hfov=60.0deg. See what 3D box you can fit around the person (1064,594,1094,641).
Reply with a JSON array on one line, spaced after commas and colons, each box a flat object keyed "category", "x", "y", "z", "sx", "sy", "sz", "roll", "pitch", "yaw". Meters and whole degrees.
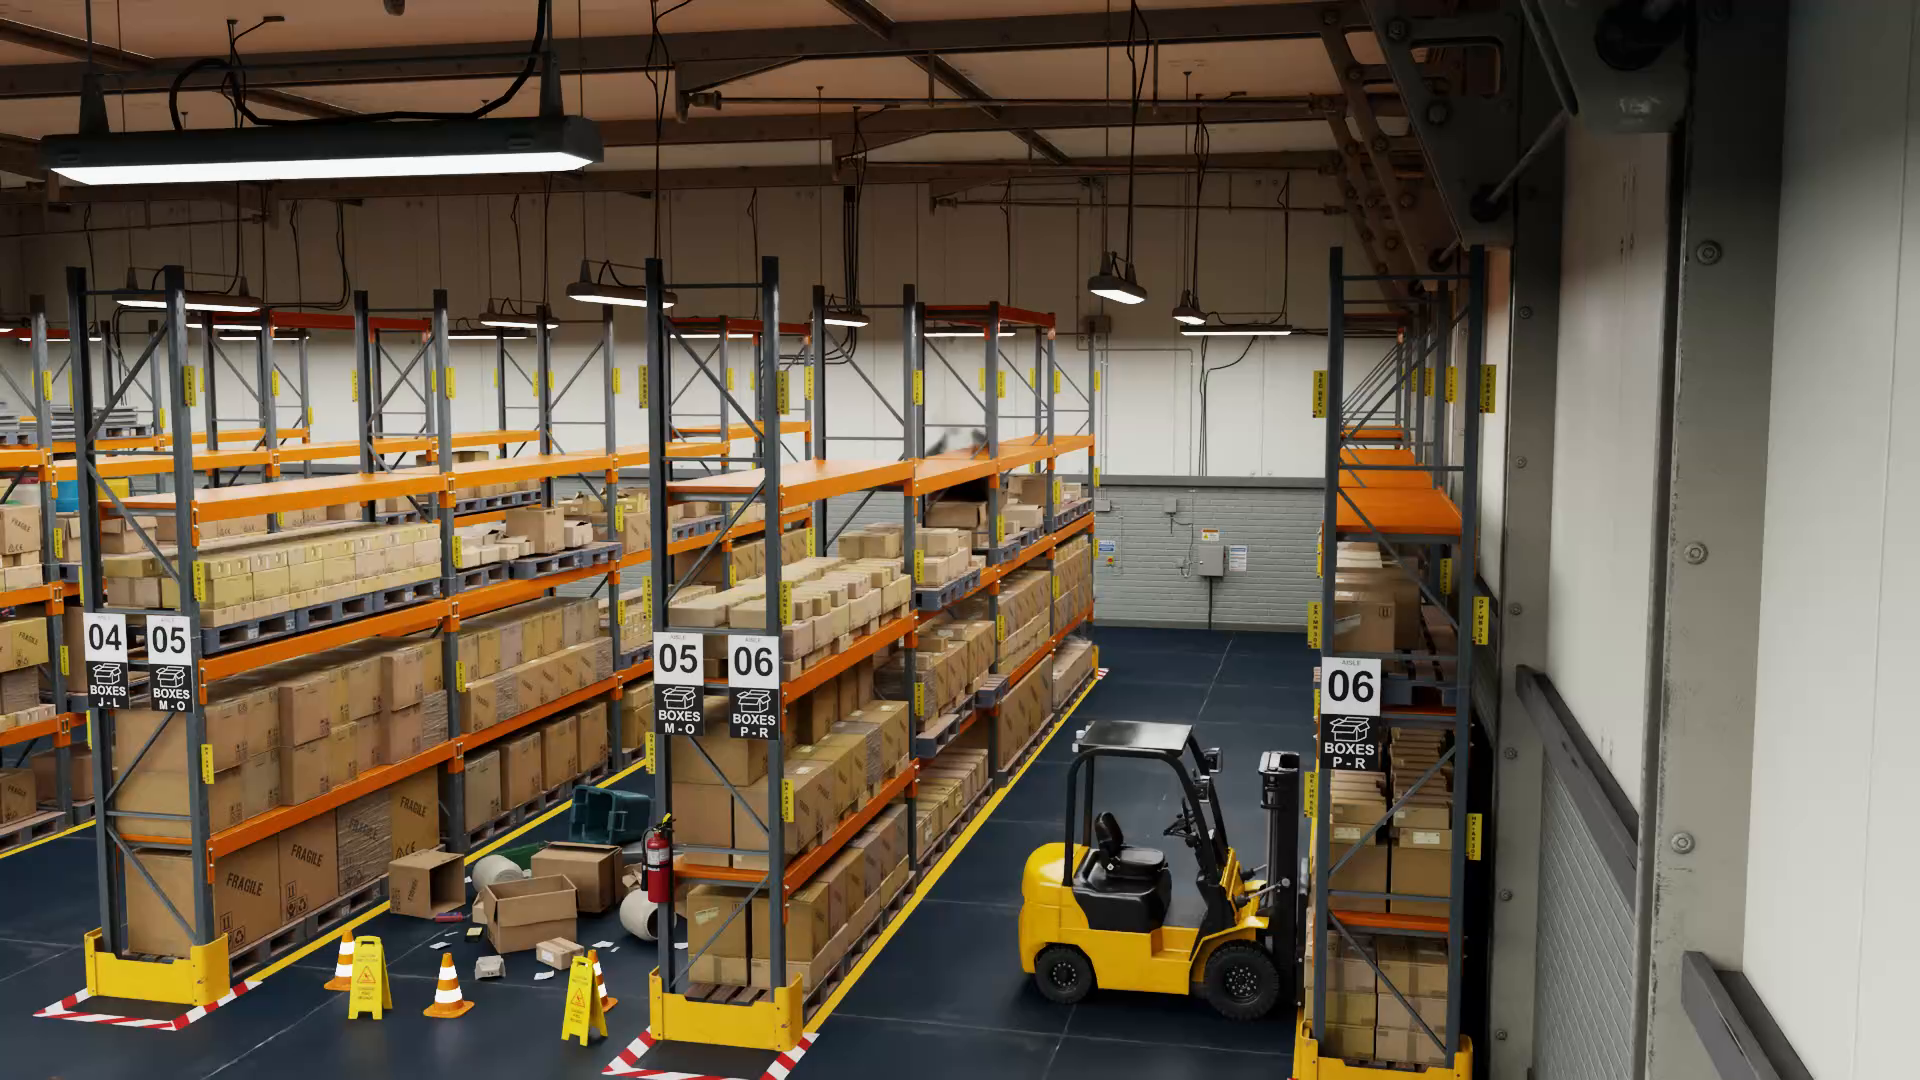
[{"category": "person", "x": 2.056, "y": 1.342, "z": 29.350, "sx": 0.514, "sy": 1.714, "sz": 0.772, "roll": 4, "pitch": 7, "yaw": 35}]
